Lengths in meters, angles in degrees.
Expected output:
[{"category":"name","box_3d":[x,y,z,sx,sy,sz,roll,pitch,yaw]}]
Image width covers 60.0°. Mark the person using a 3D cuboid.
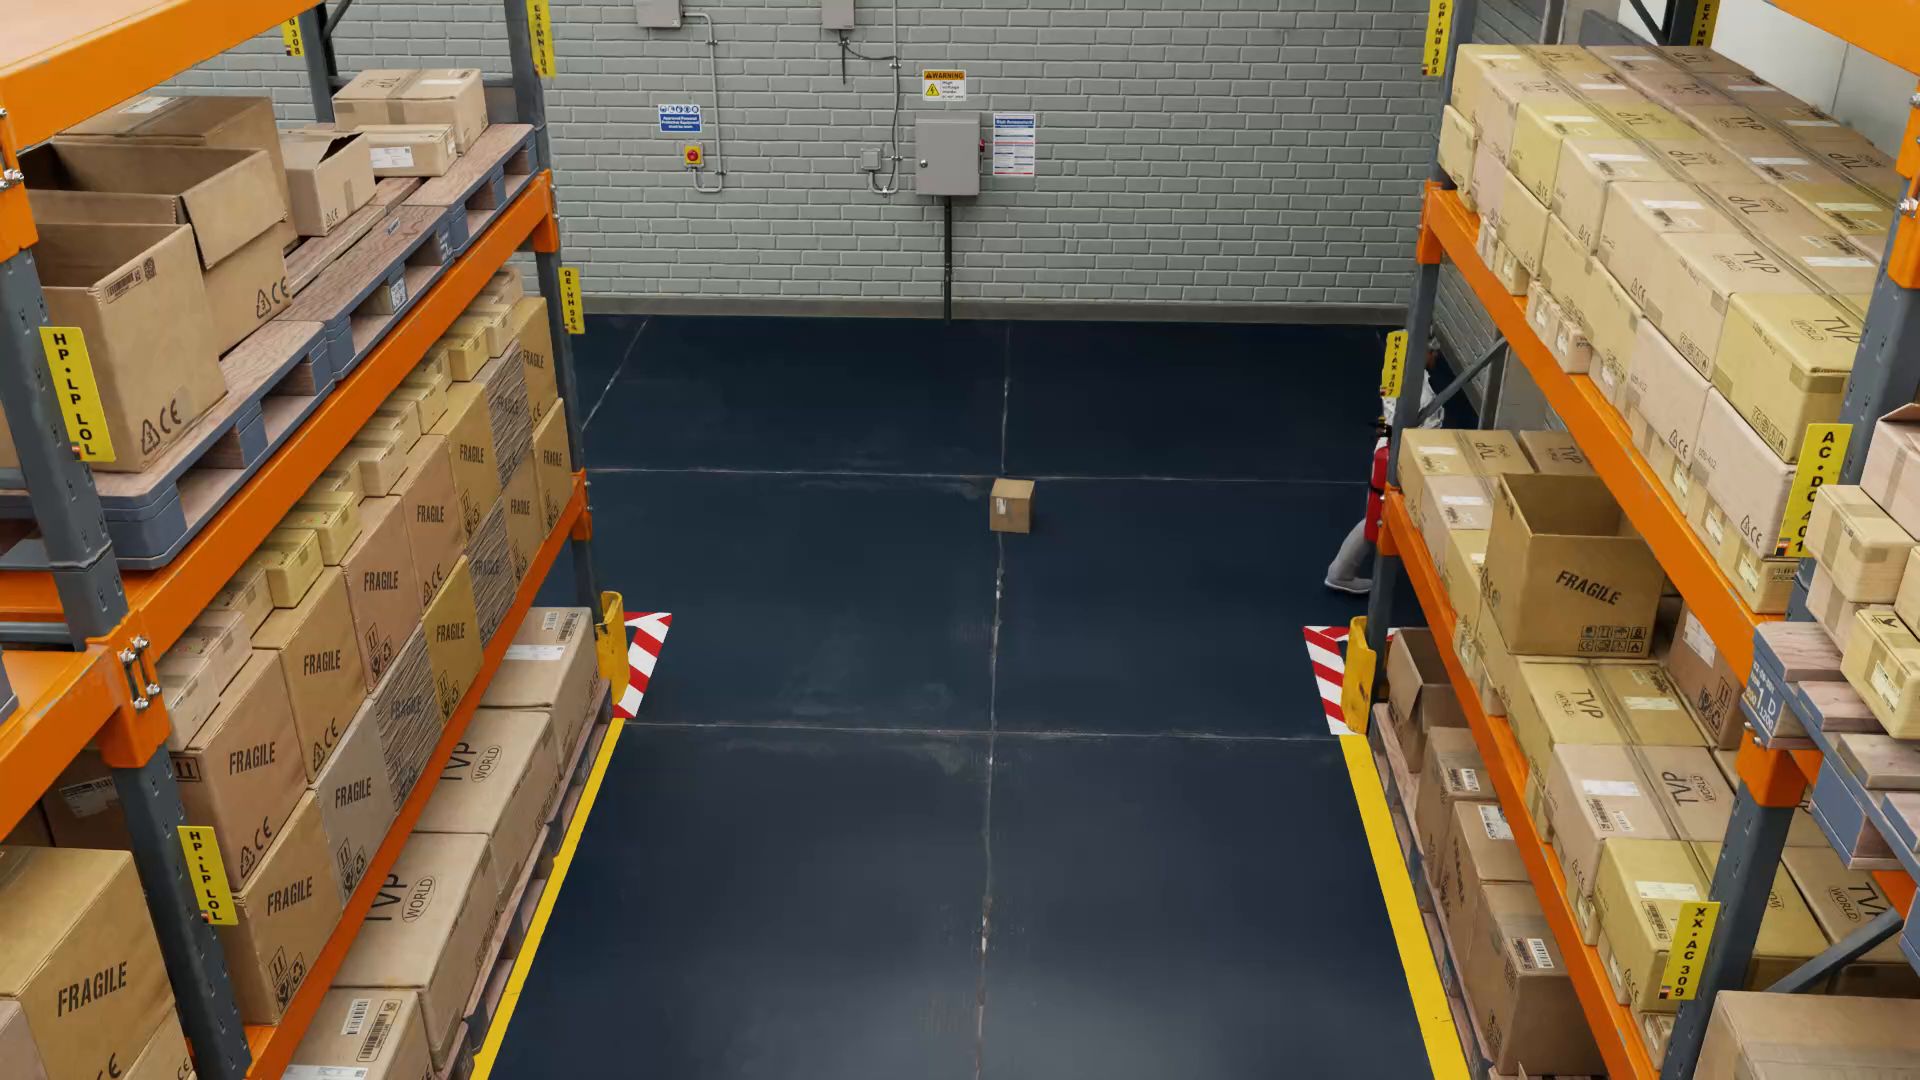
[{"category":"person","box_3d":[2.596,-0.435,9.380,0.912,1.651,0.483,2,28,4]}]
